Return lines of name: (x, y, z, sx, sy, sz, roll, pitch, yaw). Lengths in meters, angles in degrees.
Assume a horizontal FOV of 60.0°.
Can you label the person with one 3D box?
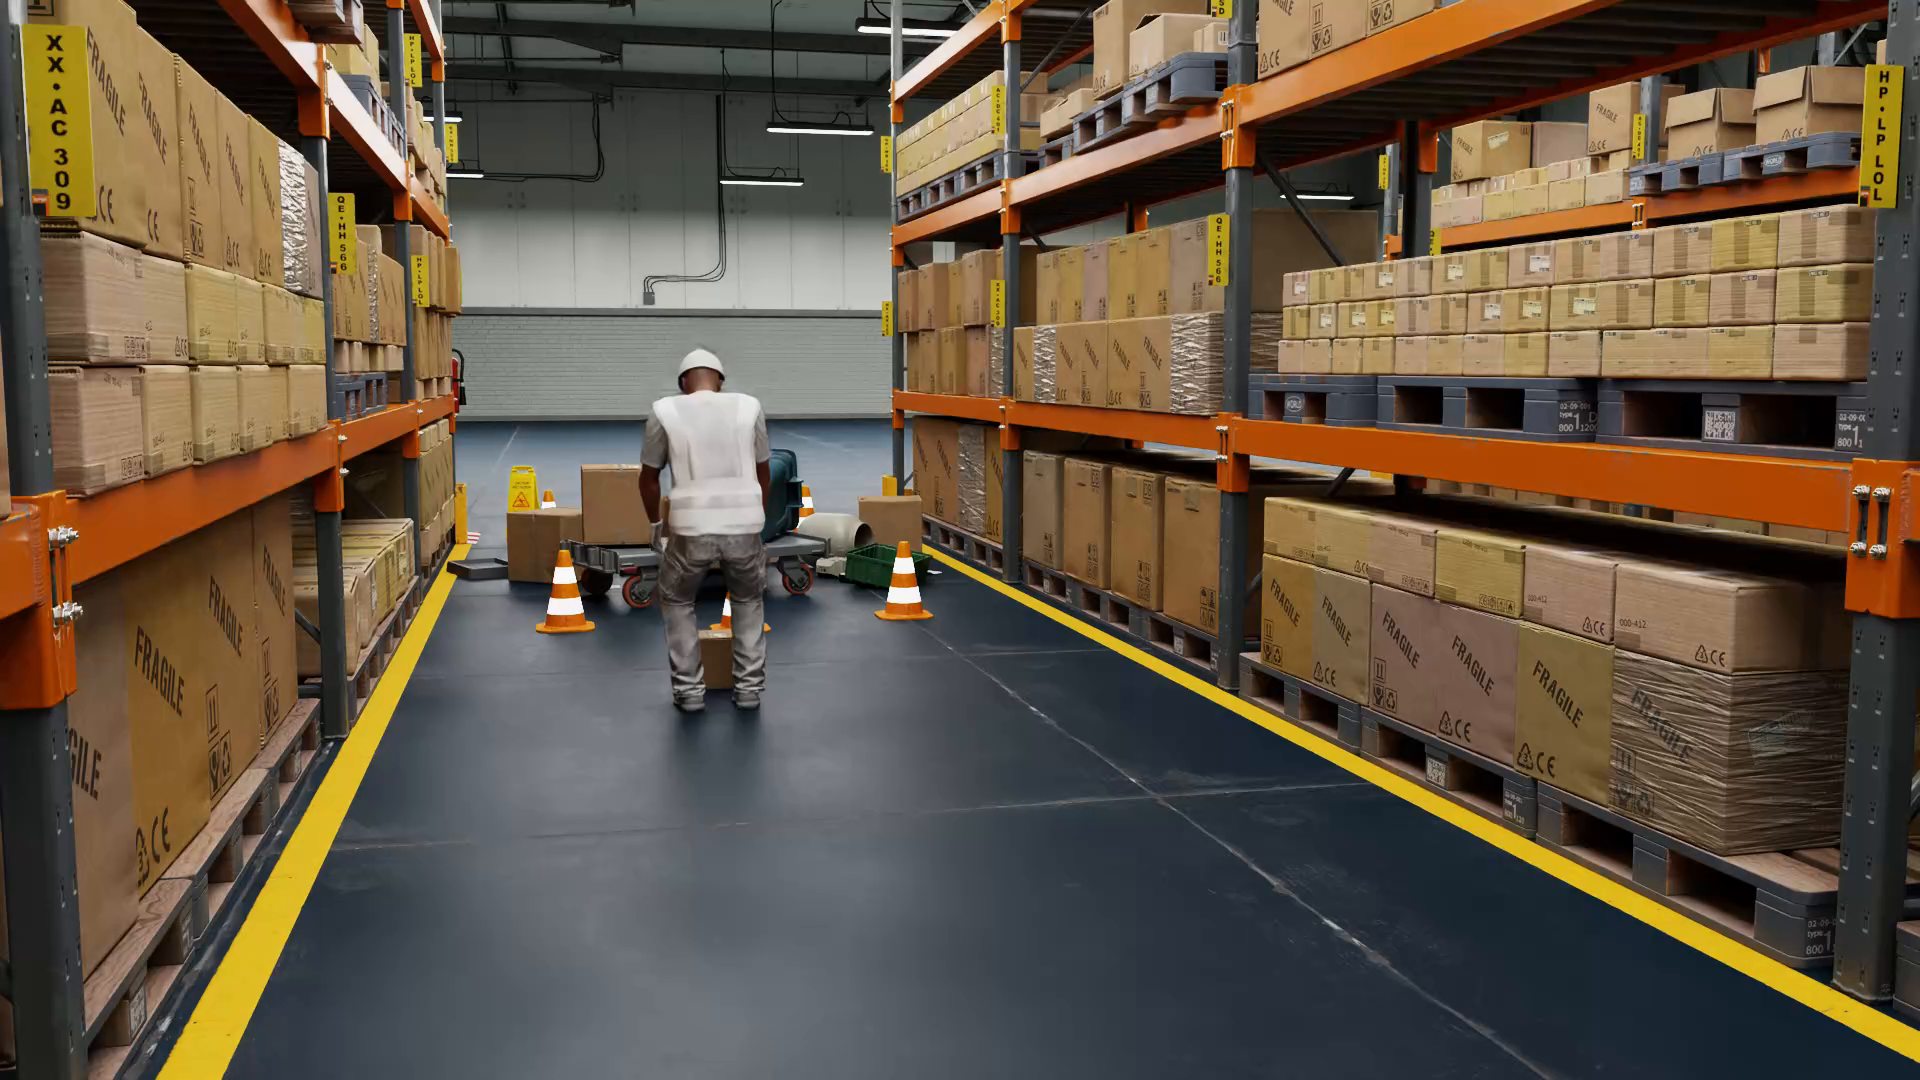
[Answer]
person: (-1.152, -0.052, 7.561, 0.598, 1.624, 0.606, -1, 6, -13)
